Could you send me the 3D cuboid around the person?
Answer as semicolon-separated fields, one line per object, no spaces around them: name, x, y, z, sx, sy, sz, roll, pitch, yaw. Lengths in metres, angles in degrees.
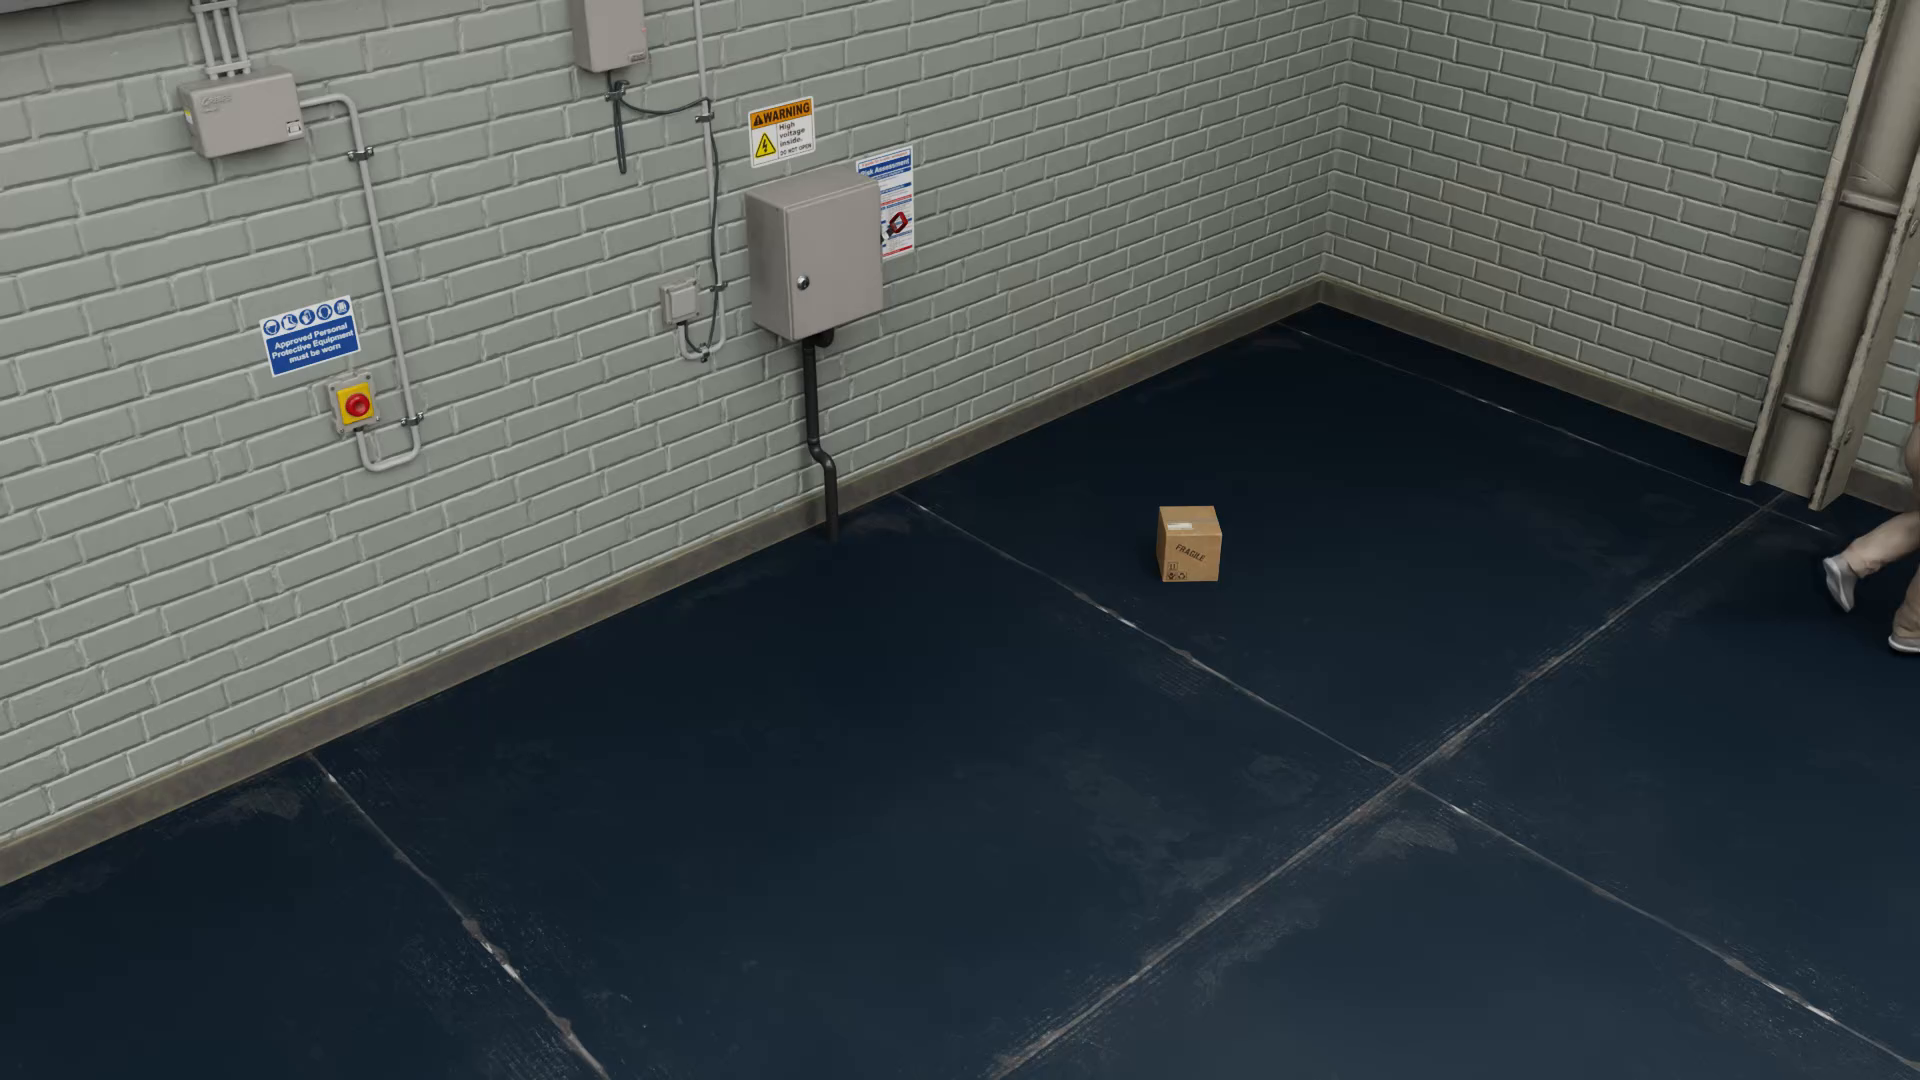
person;3.963;-0.327;6.651;0.565;1.709;0.543;1;32;1
